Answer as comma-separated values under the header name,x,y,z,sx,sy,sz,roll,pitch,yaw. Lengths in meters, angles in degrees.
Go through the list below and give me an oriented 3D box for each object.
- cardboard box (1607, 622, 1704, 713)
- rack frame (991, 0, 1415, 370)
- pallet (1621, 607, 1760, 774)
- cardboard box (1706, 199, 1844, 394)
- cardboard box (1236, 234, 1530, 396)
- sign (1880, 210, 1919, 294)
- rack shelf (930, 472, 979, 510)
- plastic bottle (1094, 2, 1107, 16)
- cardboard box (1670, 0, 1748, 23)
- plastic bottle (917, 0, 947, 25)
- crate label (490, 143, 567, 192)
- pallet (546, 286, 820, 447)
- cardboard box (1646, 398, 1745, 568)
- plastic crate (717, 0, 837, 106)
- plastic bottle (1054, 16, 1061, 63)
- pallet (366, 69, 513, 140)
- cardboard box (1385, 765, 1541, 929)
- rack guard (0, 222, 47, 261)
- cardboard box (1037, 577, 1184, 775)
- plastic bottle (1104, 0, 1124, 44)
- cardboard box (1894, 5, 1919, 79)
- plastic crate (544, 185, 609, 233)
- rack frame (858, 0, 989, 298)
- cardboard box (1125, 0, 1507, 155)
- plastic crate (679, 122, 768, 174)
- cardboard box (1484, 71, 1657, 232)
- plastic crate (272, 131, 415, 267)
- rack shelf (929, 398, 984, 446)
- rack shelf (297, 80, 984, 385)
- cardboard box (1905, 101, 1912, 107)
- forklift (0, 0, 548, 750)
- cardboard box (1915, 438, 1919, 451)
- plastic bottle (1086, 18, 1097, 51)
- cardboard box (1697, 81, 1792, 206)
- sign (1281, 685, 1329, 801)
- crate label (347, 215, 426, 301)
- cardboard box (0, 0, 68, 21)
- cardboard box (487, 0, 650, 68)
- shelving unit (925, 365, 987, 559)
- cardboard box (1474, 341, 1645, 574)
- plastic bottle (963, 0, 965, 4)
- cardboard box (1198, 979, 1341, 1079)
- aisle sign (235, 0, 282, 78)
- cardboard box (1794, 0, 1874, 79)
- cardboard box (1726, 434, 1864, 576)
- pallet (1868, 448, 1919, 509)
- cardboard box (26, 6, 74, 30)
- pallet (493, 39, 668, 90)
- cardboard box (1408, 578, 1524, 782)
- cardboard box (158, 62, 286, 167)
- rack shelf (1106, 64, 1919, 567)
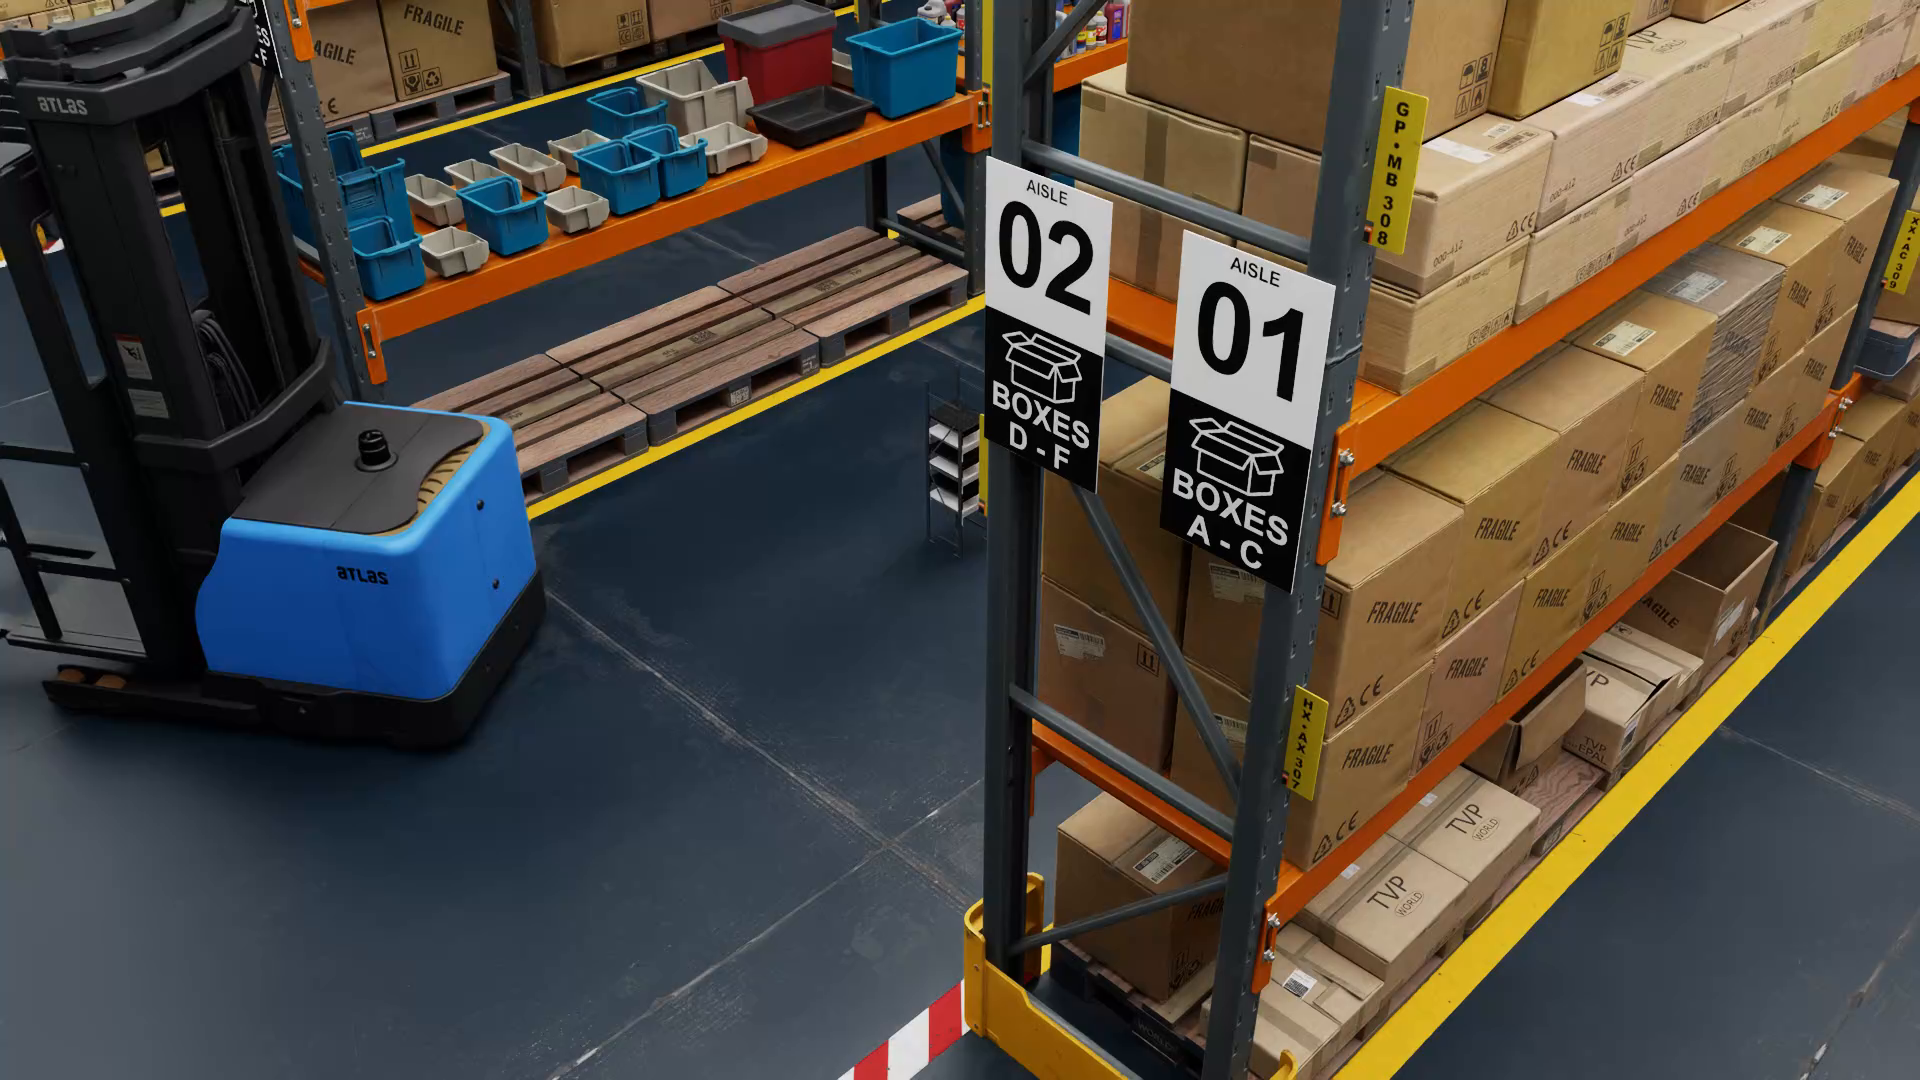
name,x,y,z,sx,sy,sz,roll,pitch,yaw
cardboard box,2.867,0.531,6.974,0.380,0.149,0.250,30,45,35
rack frame,0.470,-1.817,2.989,1.000,3.000,0.127,30,45,35
pallet,2.804,0.442,7.432,1.003,0.211,1.213,30,45,35
cardboard box,2.757,-0.913,5.975,0.500,0.500,0.500,29,44,35
cardboard box,1.013,-0.631,4.042,0.500,0.250,0.500,30,45,35
sign,3.679,-1.120,6.476,0.100,0.325,0.005,30,45,35
rack shelf,-0.006,-0.265,8.058,0.258,0.077,0.200,30,45,35
plastic bottle,0.917,-3.399,10.609,0.152,0.276,0.135,30,45,35
cardboard box,1.928,-1.833,4.673,0.700,0.500,0.500,30,45,35
plastic bottle,-0.176,-3.217,10.350,0.152,0.276,0.135,30,45,35
crate label,-2.203,-1.909,8.544,0.396,0.136,0.243,30,45,35
pallet,-1.574,-1.022,9.531,1.003,0.211,1.213,30,45,35
cardboard box,2.396,-0.295,5.964,0.500,0.500,0.500,-29,44,-35
plastic crate,-1.031,-2.767,9.488,0.402,0.464,0.583,30,45,35
plastic bottle,0.568,-3.050,10.114,0.097,0.271,0.097,0,35,0
pallet,-4.330,-3.553,13.160,1.003,0.211,1.213,30,45,35
cardboard box,1.759,1.079,6.100,0.500,0.250,0.500,30,45,35
rack guard,-6.574,-2.315,11.133,1.175,0.500,0.348,30,45,35
cardboard box,0.593,0.311,5.094,0.500,0.500,0.500,-28,44,-34
plastic bottle,0.963,-3.268,10.415,0.061,0.283,0.133,30,45,35
cardboard box,3.135,-1.844,5.781,0.500,0.250,0.500,30,45,35
plastic crate,-1.872,-1.610,8.115,0.250,0.136,0.298,30,45,35
rack frame,-0.224,-2.978,9.898,1.000,3.000,0.127,30,45,35
cardboard box,0.821,-1.253,3.841,0.700,0.500,0.500,30,45,35
plastic crate,-1.238,-2.066,8.769,0.293,0.136,0.466,30,45,35
cardboard box,1.374,-1.034,4.182,0.500,0.250,0.500,30,45,35
plastic crate,-2.939,-1.605,7.845,0.616,0.435,0.499,30,45,35
rack shelf,-0.006,-0.560,7.852,0.258,0.077,0.200,30,45,35
rack shelf,-1.633,-1.871,8.939,1.077,0.370,4.000,30,45,35
cardboard box,4.489,-1.935,7.948,0.700,0.500,0.500,18,39,24
forklift,-3.471,-0.744,6.755,3.031,2.935,1.130,7,35,9
cardboard box,4.884,-0.859,8.660,0.500,0.500,0.500,28,43,34
plastic bottle,0.800,-3.155,10.325,0.097,0.201,0.097,0,35,0
cardboard box,2.073,-1.238,4.912,0.500,0.250,0.500,30,45,35
sign,0.855,0.507,4.144,0.100,0.325,0.005,30,45,35
crate label,-2.635,-1.278,7.554,0.416,0.233,0.303,30,45,35
cardboard box,-6.027,-3.497,10.513,0.500,0.250,0.500,28,44,34
cardboard box,-3.302,-4.543,13.632,1.225,0.875,0.875,30,45,35
shelving unit,-0.006,-0.366,7.988,0.258,0.900,0.210,30,45,35
cardboard box,1.689,-0.298,5.093,0.500,0.500,0.500,-29,44,-35
plastic bottle,0.082,-3.366,10.562,0.152,0.276,0.135,30,45,35
cardboard box,1.009,1.601,5.440,0.380,0.149,0.250,30,45,35
aisle sign,-2.882,-2.272,6.612,0.394,0.787,0.004,30,45,35
cardboard box,2.430,-1.643,5.056,0.500,0.250,0.500,30,45,35
cardboard box,3.802,-0.233,7.763,0.500,0.500,0.500,27,43,33
pallet,4.694,-0.679,9.040,1.003,0.211,1.213,30,45,35
cardboard box,-5.893,-3.363,10.670,0.380,0.149,0.250,29,44,35
pallet,-3.249,-4.174,14.051,1.003,0.211,1.213,30,45,35
cardboard box,1.330,0.317,5.085,0.500,0.500,0.500,29,44,35
cardboard box,-5.522,-3.313,11.868,0.875,0.875,0.875,30,45,35
rack shelf,1.879,-1.103,5.217,1.077,0.370,4.000,30,45,35
